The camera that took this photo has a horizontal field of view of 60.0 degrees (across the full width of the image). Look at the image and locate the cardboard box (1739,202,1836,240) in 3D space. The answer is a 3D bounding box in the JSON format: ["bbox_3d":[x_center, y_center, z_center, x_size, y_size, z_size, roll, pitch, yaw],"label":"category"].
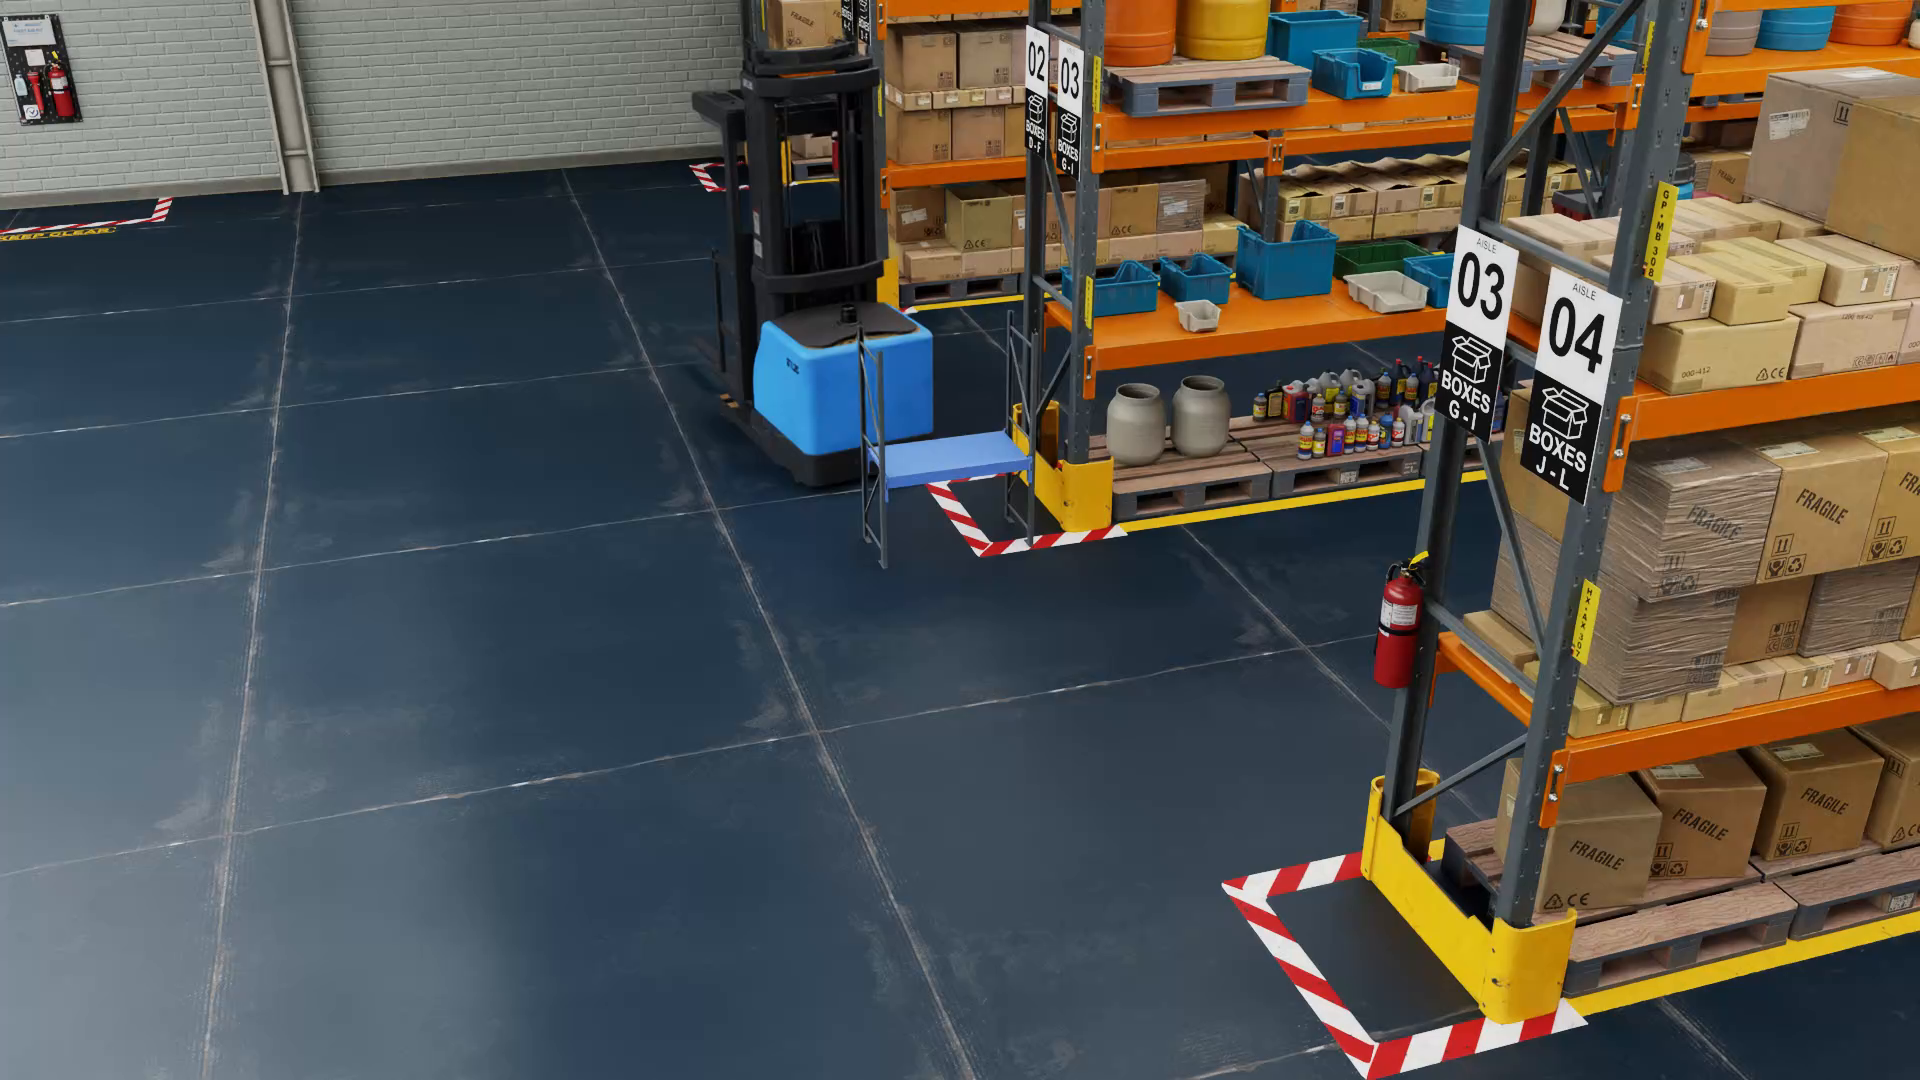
[{"bbox_3d":[3.372,-1.253,6.743,0.250,0.149,0.380,-8,27,-15],"label":"cardboard box"}]

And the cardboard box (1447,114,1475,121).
[{"bbox_3d":[5.141,-4.629,17.084,0.500,0.500,0.500,-10,28,-19],"label":"cardboard box"}]

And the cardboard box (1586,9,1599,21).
[{"bbox_3d":[8.531,-7.153,22.539,0.250,0.149,0.380,-8,27,-15],"label":"cardboard box"}]

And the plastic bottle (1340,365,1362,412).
[{"bbox_3d":[2.979,-1.167,12.706,0.185,0.351,0.144,-8,28,-17],"label":"plastic bottle"}]

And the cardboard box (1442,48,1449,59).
[{"bbox_3d":[6.769,-6.306,22.517,0.750,0.750,0.750,-8,28,-16],"label":"cardboard box"}]

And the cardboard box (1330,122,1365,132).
[{"bbox_3d":[3.834,-4.195,16.603,0.250,0.149,0.380,-8,28,-16],"label":"cardboard box"}]

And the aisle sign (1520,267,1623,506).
[{"bbox_3d":[2.223,-0.561,6.078,0.004,0.787,0.394,-8,28,-16],"label":"aisle sign"}]

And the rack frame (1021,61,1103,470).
[{"bbox_3d":[0.655,-1.626,11.147,0.127,3.000,1.000,-8,28,-16],"label":"rack frame"}]

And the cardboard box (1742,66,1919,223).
[{"bbox_3d":[3.585,-1.598,6.707,0.500,0.500,0.500,-8,28,-16],"label":"cardboard box"}]

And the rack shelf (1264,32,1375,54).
[{"bbox_3d":[3.293,-6.319,21.408,4.000,0.370,1.077,-8,28,-16],"label":"rack shelf"}]

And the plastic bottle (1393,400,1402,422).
[{"bbox_3d":[3.257,-0.900,12.244,0.133,0.283,0.061,-8,28,-16],"label":"plastic bottle"}]

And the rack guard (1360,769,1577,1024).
[{"bbox_3d":[2.261,1.577,7.505,0.348,0.500,1.175,-8,28,-16],"label":"rack guard"}]

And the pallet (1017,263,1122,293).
[{"bbox_3d":[0.997,-2.761,16.569,1.213,0.211,1.003,-8,28,-16],"label":"pallet"}]

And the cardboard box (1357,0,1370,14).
[{"bbox_3d":[5.562,-7.280,22.066,0.500,0.500,0.500,-8,28,-16],"label":"cardboard box"}]

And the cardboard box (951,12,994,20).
[{"bbox_3d":[0.082,-6.312,19.887,0.500,0.500,0.500,-9,28,-18],"label":"cardboard box"}]

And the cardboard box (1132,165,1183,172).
[{"bbox_3d":[1.918,-3.561,16.820,0.500,0.500,0.500,-8,28,-16],"label":"cardboard box"}]

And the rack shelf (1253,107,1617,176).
[{"bbox_3d":[4.830,-4.225,17.190,4.000,0.370,1.077,-8,28,-16],"label":"rack shelf"}]

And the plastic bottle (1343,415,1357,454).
[{"bbox_3d":[2.802,-0.766,11.988,0.097,0.271,0.097,0,26,0],"label":"plastic bottle"}]

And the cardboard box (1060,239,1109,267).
[{"bbox_3d":[1.131,-2.863,16.258,0.500,0.250,0.500,-8,28,-16],"label":"cardboard box"}]

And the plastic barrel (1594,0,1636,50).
[{"bbox_3d":[4.875,-3.907,11.803,0.708,0.901,0.600,-8,28,-16],"label":"plastic barrel"}]

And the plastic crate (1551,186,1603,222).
[{"bbox_3d":[4.824,-2.402,12.637,0.583,0.464,0.402,-8,28,-16],"label":"plastic crate"}]

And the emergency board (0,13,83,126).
[{"bbox_3d":[-10.081,-5.127,18.198,0.643,1.169,0.194,-8,28,-16],"label":"emergency board"}]

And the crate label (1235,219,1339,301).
[{"bbox_3d":[2.322,-2.010,11.880,0.616,0.435,0.502,-8,28,-16],"label":"crate label"}]

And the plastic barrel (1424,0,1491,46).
[{"bbox_3d":[3.479,-3.841,11.199,0.708,0.901,0.600,-8,28,-16],"label":"plastic barrel"}]

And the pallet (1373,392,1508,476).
[{"bbox_3d":[3.807,-0.853,12.725,1.213,0.211,1.003,-8,28,-16],"label":"pallet"}]

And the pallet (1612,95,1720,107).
[{"bbox_3d":[7.355,-4.860,17.876,1.003,0.211,1.213,-8,28,-16],"label":"pallet"}]

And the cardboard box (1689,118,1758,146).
[{"bbox_3d":[8.572,-4.616,18.642,0.500,0.250,0.500,-9,28,-17],"label":"cardboard box"}]

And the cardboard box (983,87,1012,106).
[{"bbox_3d":[0.293,-4.124,15.337,0.250,0.149,0.380,-9,28,-17],"label":"cardboard box"}]

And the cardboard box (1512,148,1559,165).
[{"bbox_3d":[6.143,-4.082,18.083,0.500,0.311,0.500,-7,27,-14],"label":"cardboard box"}]

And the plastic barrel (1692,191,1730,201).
[{"bbox_3d":[5.436,-2.277,12.304,0.433,0.535,0.433,0,26,0],"label":"plastic barrel"}]

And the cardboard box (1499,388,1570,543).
[{"bbox_3d":[2.636,-0.338,6.981,0.500,0.500,0.500,-8,28,-16],"label":"cardboard box"}]

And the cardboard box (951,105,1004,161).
[{"bbox_3d":[0.071,-3.899,15.612,0.500,0.500,0.700,-8,27,-15],"label":"cardboard box"}]

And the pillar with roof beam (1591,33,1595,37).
[{"bbox_3d":[10.728,-8.796,18.843,0.400,9.000,9.100,-8,28,-16],"label":"pillar with roof beam"}]

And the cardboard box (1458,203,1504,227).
[{"bbox_3d":[5.339,-3.463,17.467,0.500,0.250,0.500,-8,27,-15],"label":"cardboard box"}]

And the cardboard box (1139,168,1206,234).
[{"bbox_3d":[2.076,-3.344,16.383,0.500,0.500,0.500,-8,28,-16],"label":"cardboard box"}]

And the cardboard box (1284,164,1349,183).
[{"bbox_3d":[3.717,-3.731,17.375,0.500,0.311,0.500,-7,27,-15],"label":"cardboard box"}]

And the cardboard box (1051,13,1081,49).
[{"bbox_3d":[1.077,-4.627,15.619,0.500,0.500,0.700,-8,28,-16],"label":"cardboard box"}]

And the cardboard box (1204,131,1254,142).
[{"bbox_3d":[2.508,-4.253,16.325,0.500,0.500,0.700,-9,28,-17],"label":"cardboard box"}]

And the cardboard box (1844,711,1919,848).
[{"bbox_3d":[4.492,1.088,8.019,0.500,0.500,0.500,-11,28,-21],"label":"cardboard box"}]

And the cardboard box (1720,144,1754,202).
[{"bbox_3d":[8.722,-4.057,18.360,0.500,0.500,0.500,-9,28,-18],"label":"cardboard box"}]

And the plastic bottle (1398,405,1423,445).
[{"bbox_3d":[3.290,-0.852,12.155,0.135,0.276,0.152,-8,27,-15],"label":"plastic bottle"}]

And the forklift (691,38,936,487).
[{"bbox_3d":[-1.307,-2.315,12.612,1.130,2.935,3.031,-13,29,-24],"label":"forklift"}]

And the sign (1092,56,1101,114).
[{"bbox_3d":[0.822,-2.740,10.008,0.005,0.325,0.100,-8,28,-16],"label":"sign"}]

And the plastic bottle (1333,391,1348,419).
[{"bbox_3d":[2.881,-1.030,12.597,0.097,0.201,0.097,0,26,0],"label":"plastic bottle"}]

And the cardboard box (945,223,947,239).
[{"bbox_3d":[0.015,-2.950,16.434,0.500,0.250,0.500,-8,28,-16],"label":"cardboard box"}]

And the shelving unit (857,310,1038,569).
[{"bbox_3d":[-0.081,-0.660,10.887,1.048,1.500,0.538,-8,28,-16],"label":"shelving unit"}]

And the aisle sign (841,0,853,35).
[{"bbox_3d":[-1.028,-5.001,15.020,0.004,0.787,0.394,-8,28,-16],"label":"aisle sign"}]

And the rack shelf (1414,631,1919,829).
[{"bbox_3d":[4.091,0.515,7.643,4.000,0.370,1.077,-8,28,-16],"label":"rack shelf"}]

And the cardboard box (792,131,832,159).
[{"bbox_3d":[-1.727,-4.865,20.199,0.500,0.311,0.500,-12,29,-22],"label":"cardboard box"}]

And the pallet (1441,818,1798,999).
[{"bbox_3d":[3.045,1.610,7.765,1.213,0.211,1.003,-8,28,-16],"label":"pallet"}]

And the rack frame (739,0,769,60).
[{"bbox_3d":[-2.413,-5.815,19.584,0.127,3.000,1.000,-8,28,-16],"label":"rack frame"}]

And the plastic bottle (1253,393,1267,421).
[{"bbox_3d":[2.266,-1.008,12.554,0.097,0.201,0.097,0,26,0],"label":"plastic bottle"}]

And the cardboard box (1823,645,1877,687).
[{"bbox_3d":[3.721,0.467,7.213,0.250,0.149,0.380,-8,28,-16],"label":"cardboard box"}]

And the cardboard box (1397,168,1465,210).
[{"bbox_3d":[4.860,-3.643,17.199,0.500,0.311,0.500,-7,27,-15],"label":"cardboard box"}]

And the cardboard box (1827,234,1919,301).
[{"bbox_3d":[3.514,-1.048,6.329,0.250,0.149,0.380,-8,28,-16],"label":"cardboard box"}]

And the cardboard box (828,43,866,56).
[{"bbox_3d":[-1.361,-5.767,19.634,0.500,0.250,0.500,-9,28,-18],"label":"cardboard box"}]

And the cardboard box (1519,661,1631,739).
[{"bbox_3d":[2.534,0.642,6.860,0.250,0.149,0.380,-8,28,-16],"label":"cardboard box"}]
